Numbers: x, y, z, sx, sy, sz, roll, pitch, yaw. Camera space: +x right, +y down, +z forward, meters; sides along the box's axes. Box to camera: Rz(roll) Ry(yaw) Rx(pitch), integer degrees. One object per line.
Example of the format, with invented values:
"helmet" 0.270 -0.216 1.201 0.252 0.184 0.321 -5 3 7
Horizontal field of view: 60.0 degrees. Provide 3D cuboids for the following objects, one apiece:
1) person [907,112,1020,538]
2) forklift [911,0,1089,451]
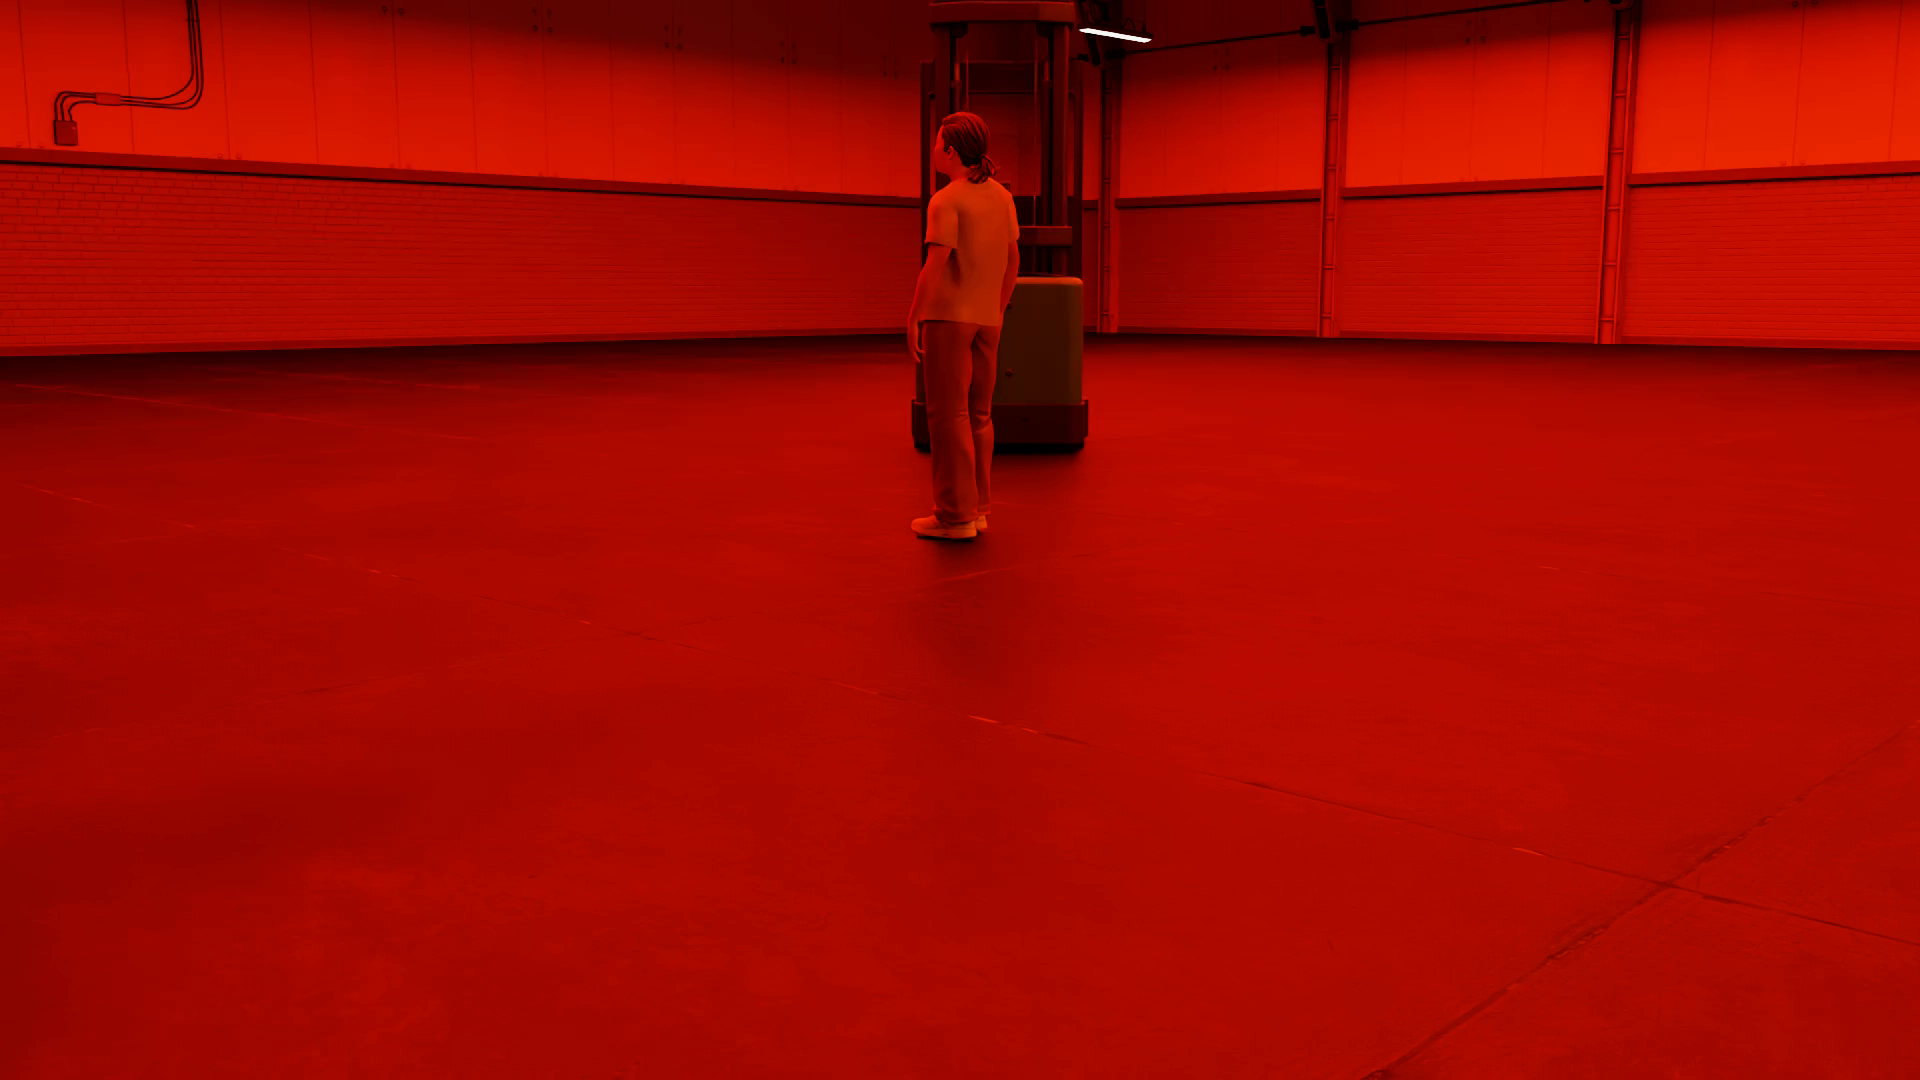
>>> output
"person" -0.045 -0.845 6.651 0.548 1.673 0.553 8 12 43
"forklift" 0.289 -2.191 11.427 1.130 2.935 3.031 0 9 2
